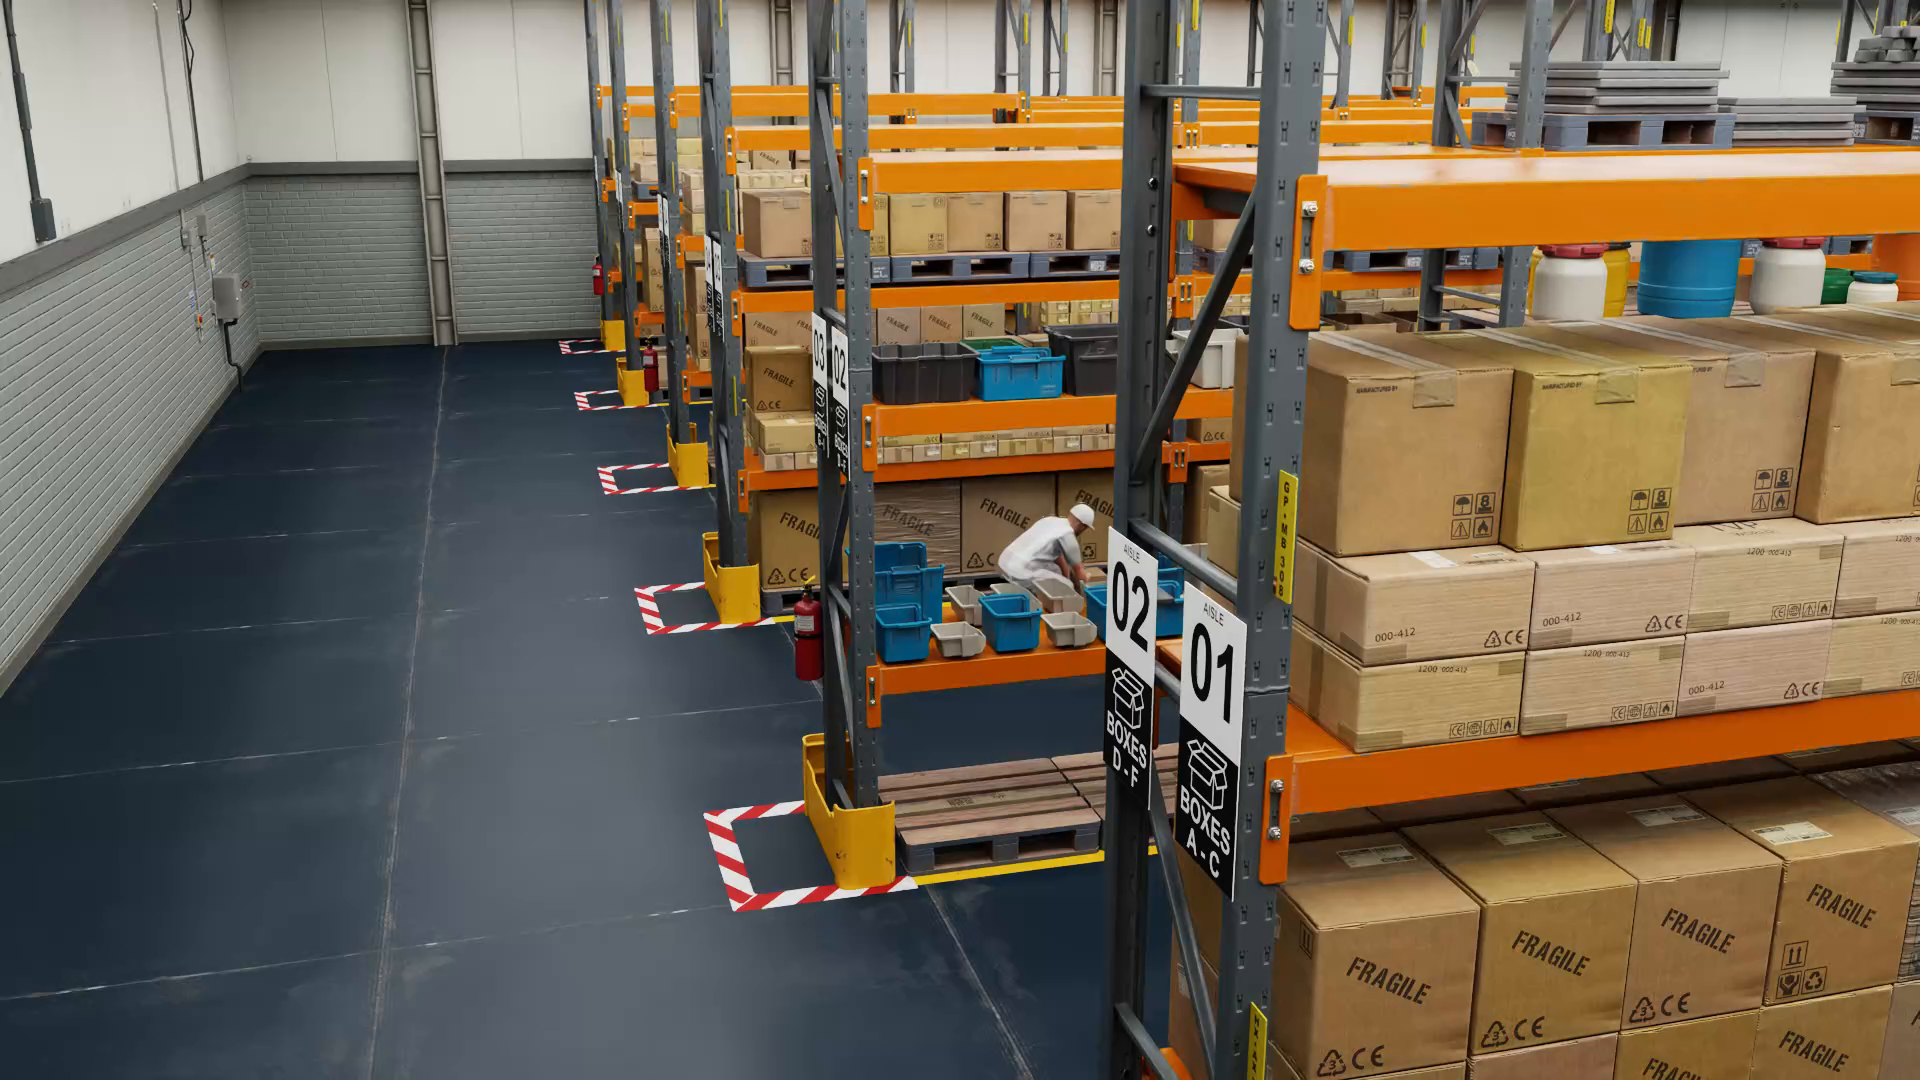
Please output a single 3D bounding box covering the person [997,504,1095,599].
[{"bbox_3d":[0.744,0.230,14.057,0.873,1.040,0.575,-4,16,-15],"label":"person"}]
